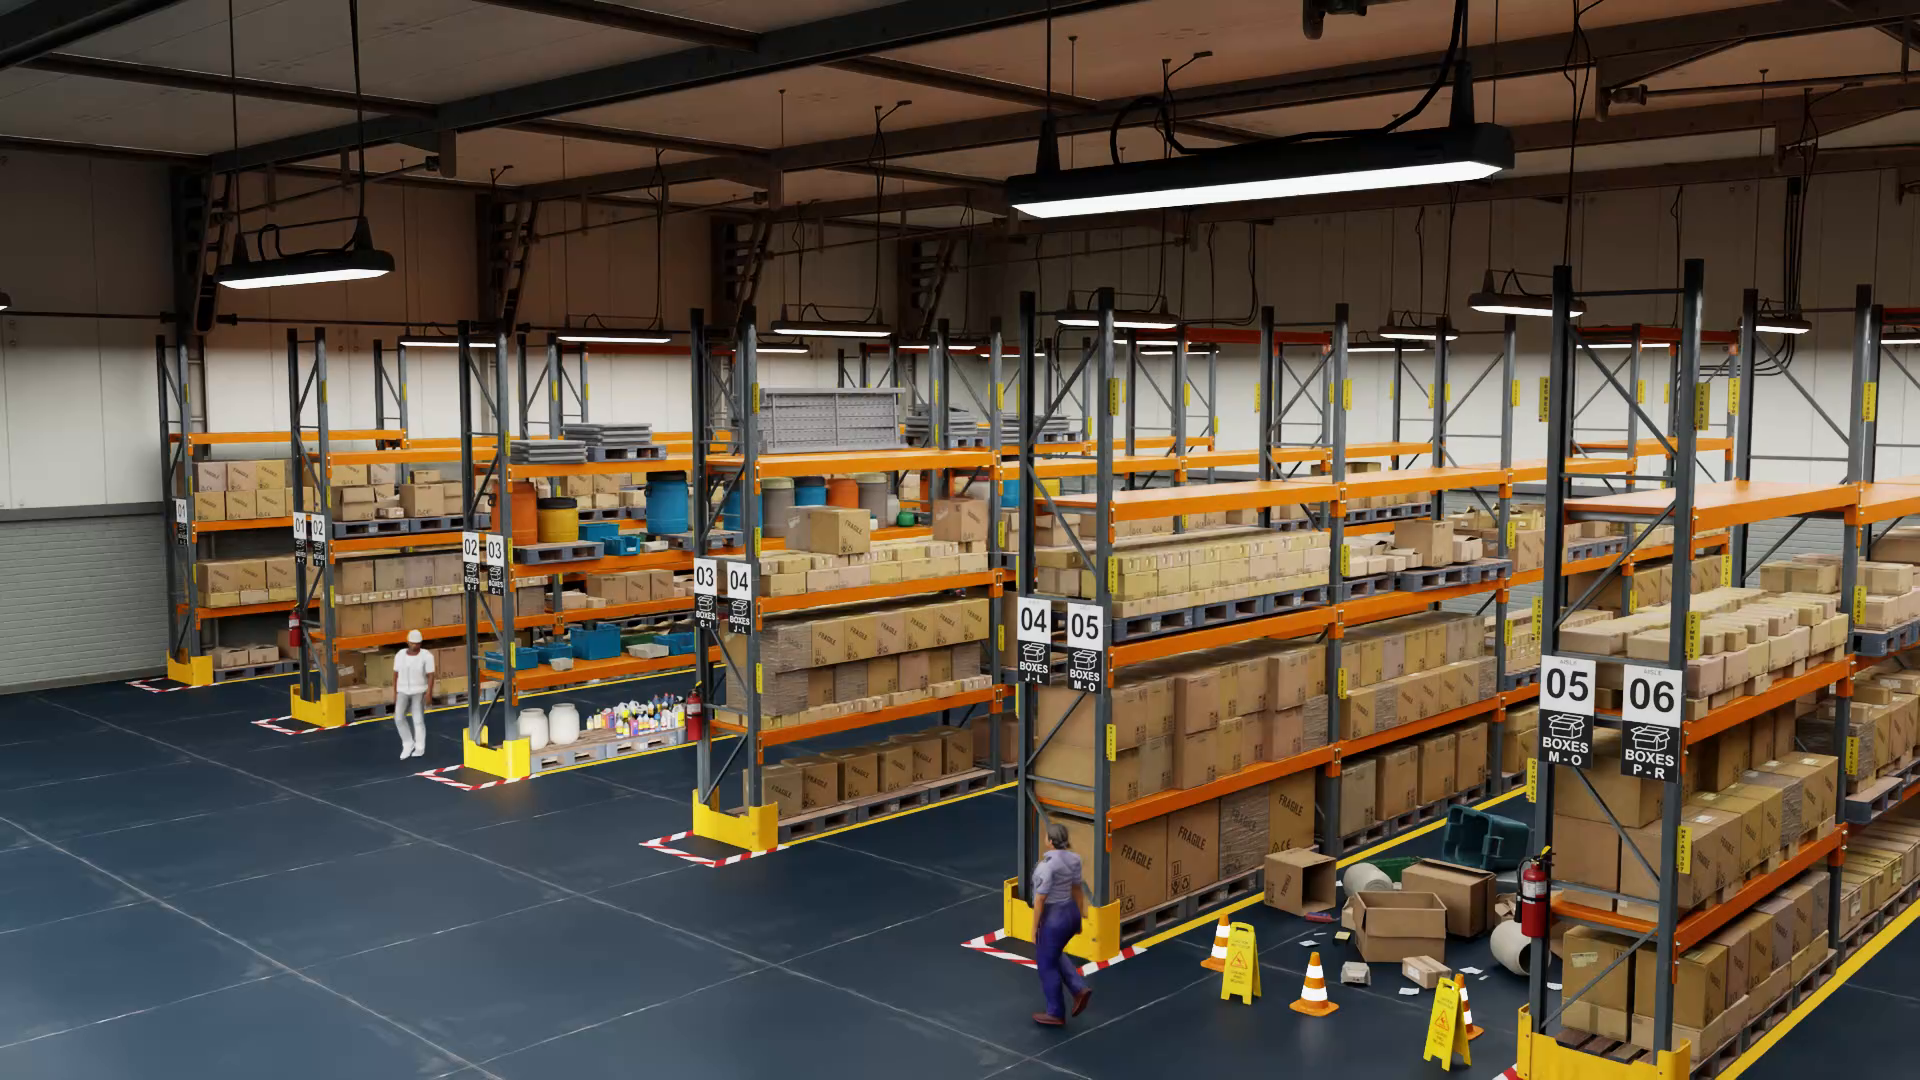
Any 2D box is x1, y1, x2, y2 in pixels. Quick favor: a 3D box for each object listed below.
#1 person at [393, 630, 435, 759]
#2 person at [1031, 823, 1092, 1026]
[{"bbox_3d":[-7.570,2.145,22.976,0.601,1.812,0.457,0,5,-2],"label":"person"},{"bbox_3d":[0.784,3.088,13.365,0.478,1.614,0.489,3,6,32],"label":"person"}]
